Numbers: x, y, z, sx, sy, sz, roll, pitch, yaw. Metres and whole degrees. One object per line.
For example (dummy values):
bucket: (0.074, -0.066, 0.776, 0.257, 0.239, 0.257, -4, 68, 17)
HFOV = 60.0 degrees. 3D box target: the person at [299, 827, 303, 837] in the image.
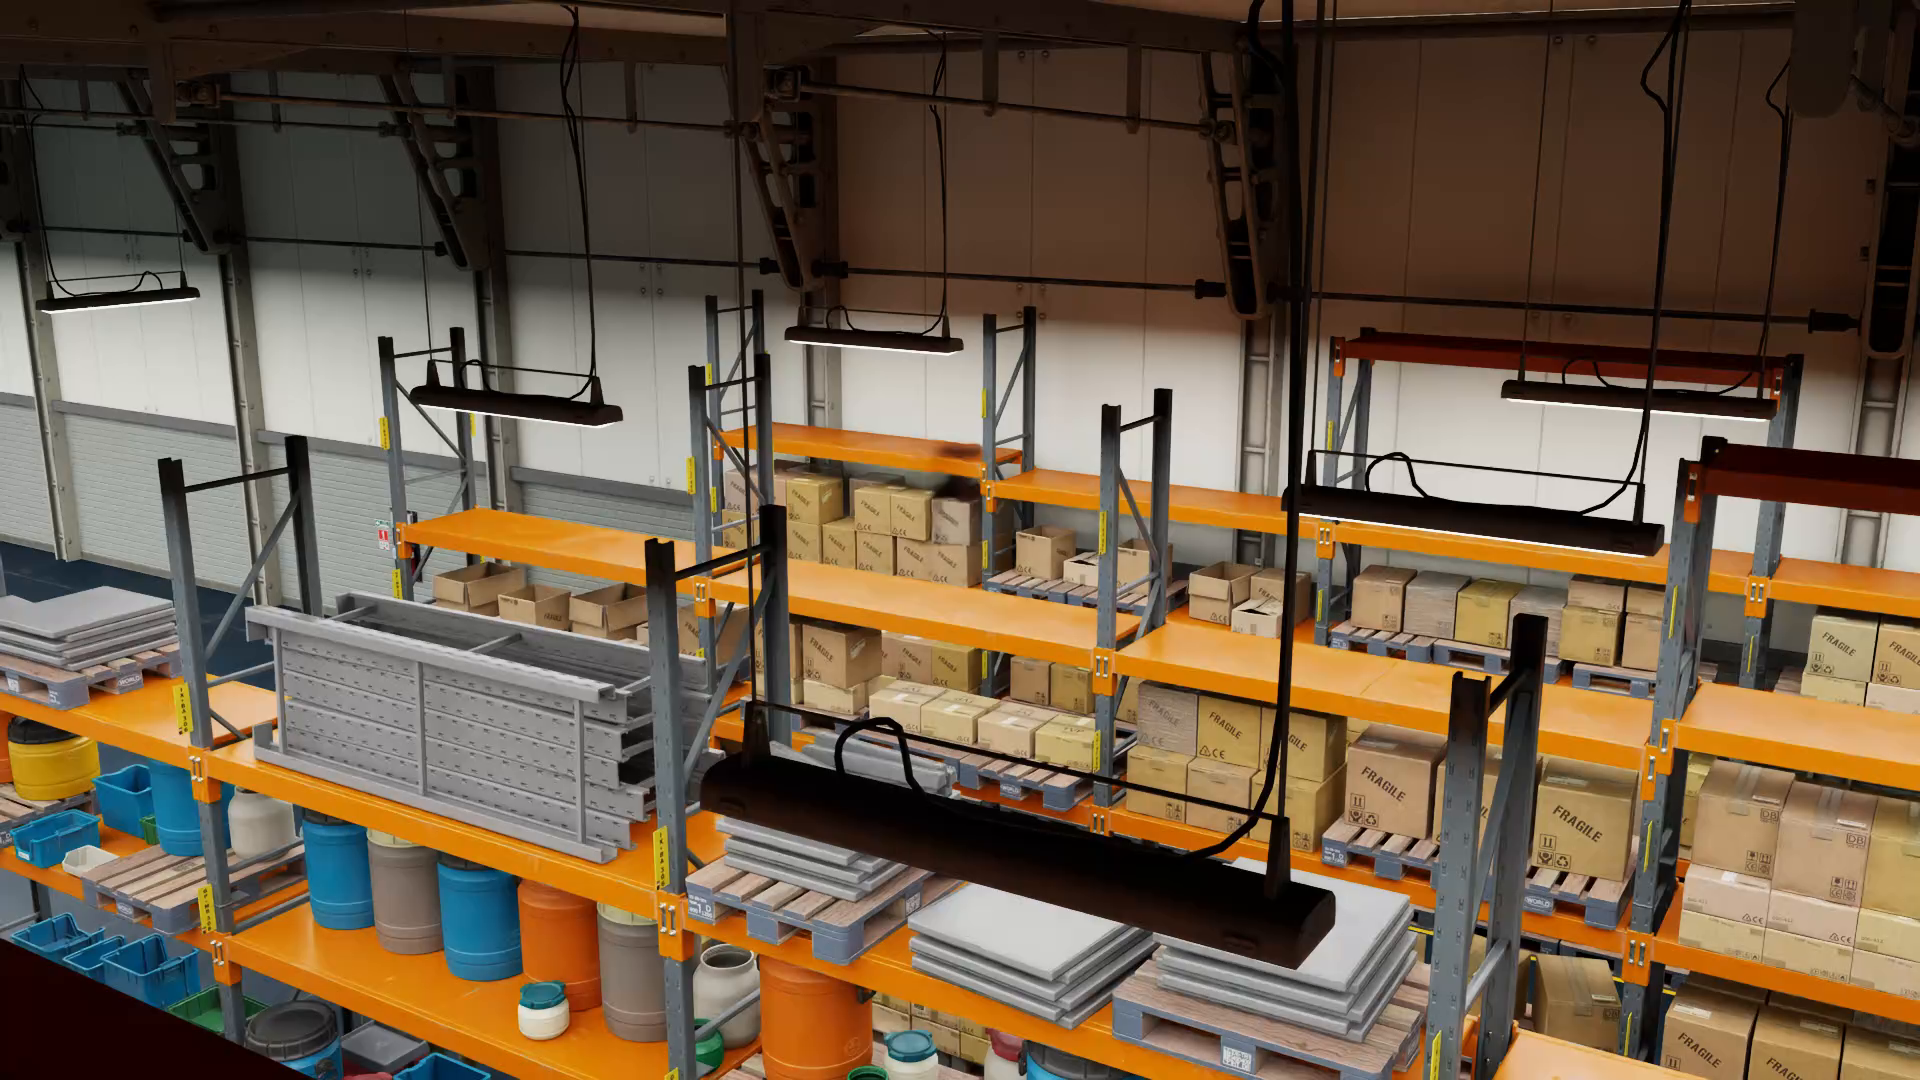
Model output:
person: (-6.228, 3.286, 16.467, 0.543, 1.679, 0.450, -3, 14, -12)

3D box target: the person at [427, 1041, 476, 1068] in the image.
person: (-4.334, 3.847, 14.052, 0.598, 1.820, 0.419, -1, 14, -4)
